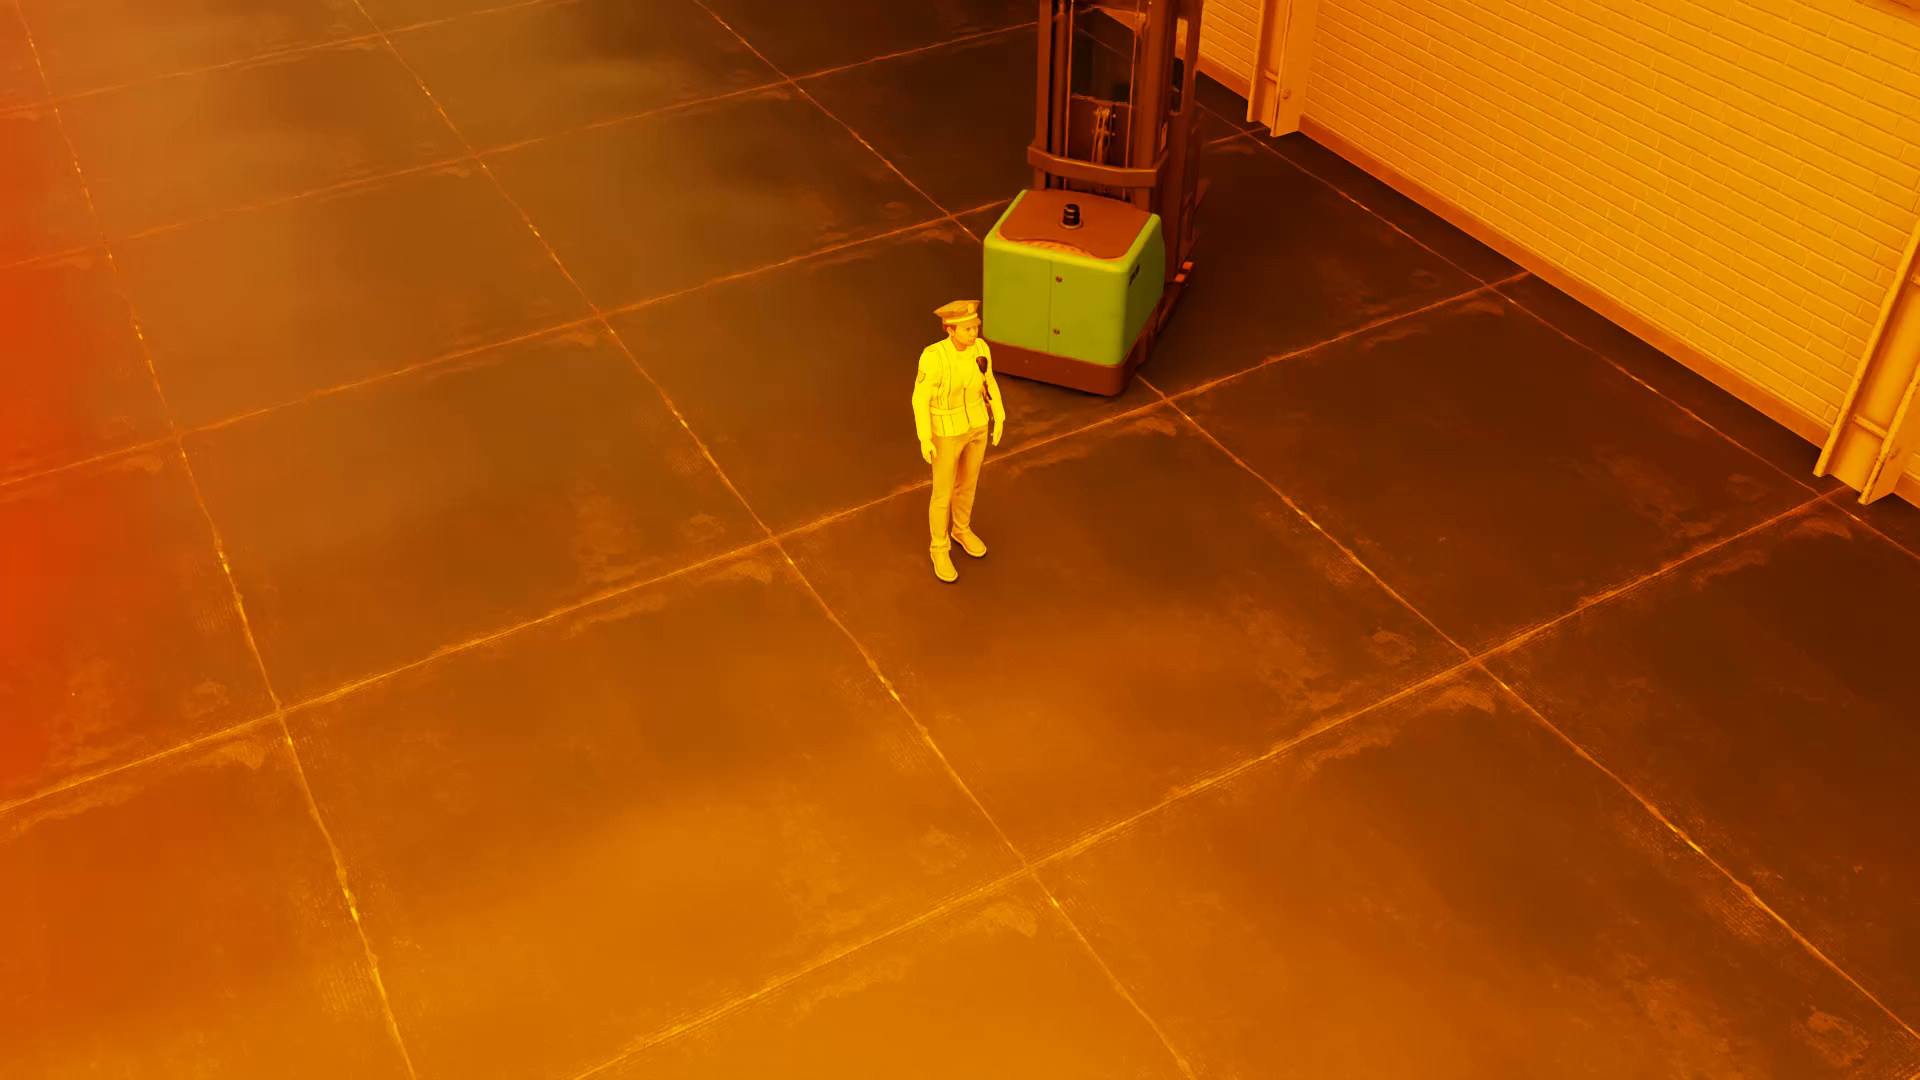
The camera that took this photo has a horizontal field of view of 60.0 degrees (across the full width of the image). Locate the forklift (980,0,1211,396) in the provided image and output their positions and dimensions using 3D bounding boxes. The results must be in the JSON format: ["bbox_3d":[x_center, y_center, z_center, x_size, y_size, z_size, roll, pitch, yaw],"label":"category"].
[{"bbox_3d":[1.160,-3.062,11.728,1.130,2.935,3.031,14,42,17],"label":"forklift"}]

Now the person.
[{"bbox_3d":[0.028,-0.618,9.738,0.586,1.694,0.532,-20,44,-23],"label":"person"}]
